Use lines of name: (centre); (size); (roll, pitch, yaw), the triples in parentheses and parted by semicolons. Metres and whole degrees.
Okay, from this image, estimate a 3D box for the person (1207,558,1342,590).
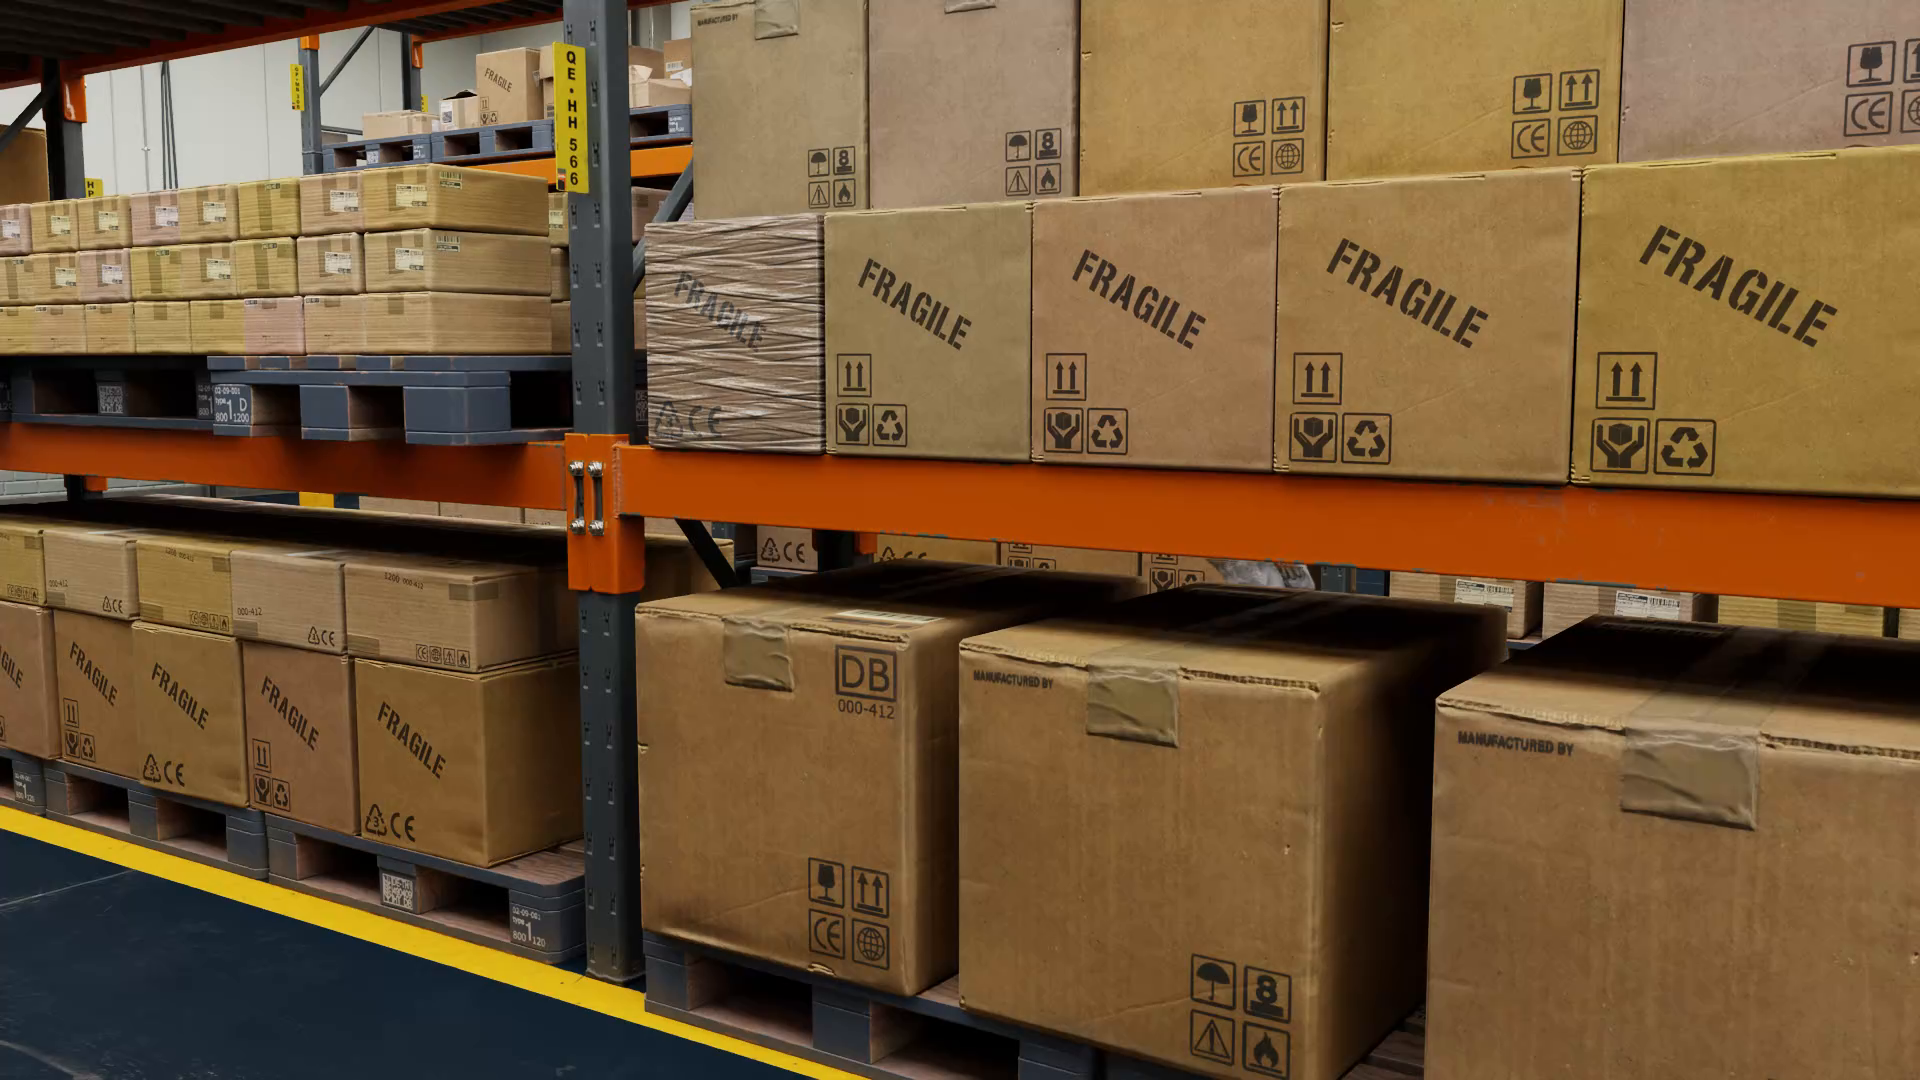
person: (1.251, -0.026, 6.619); (0.606, 1.624, 0.598); (4, 8, 34)
